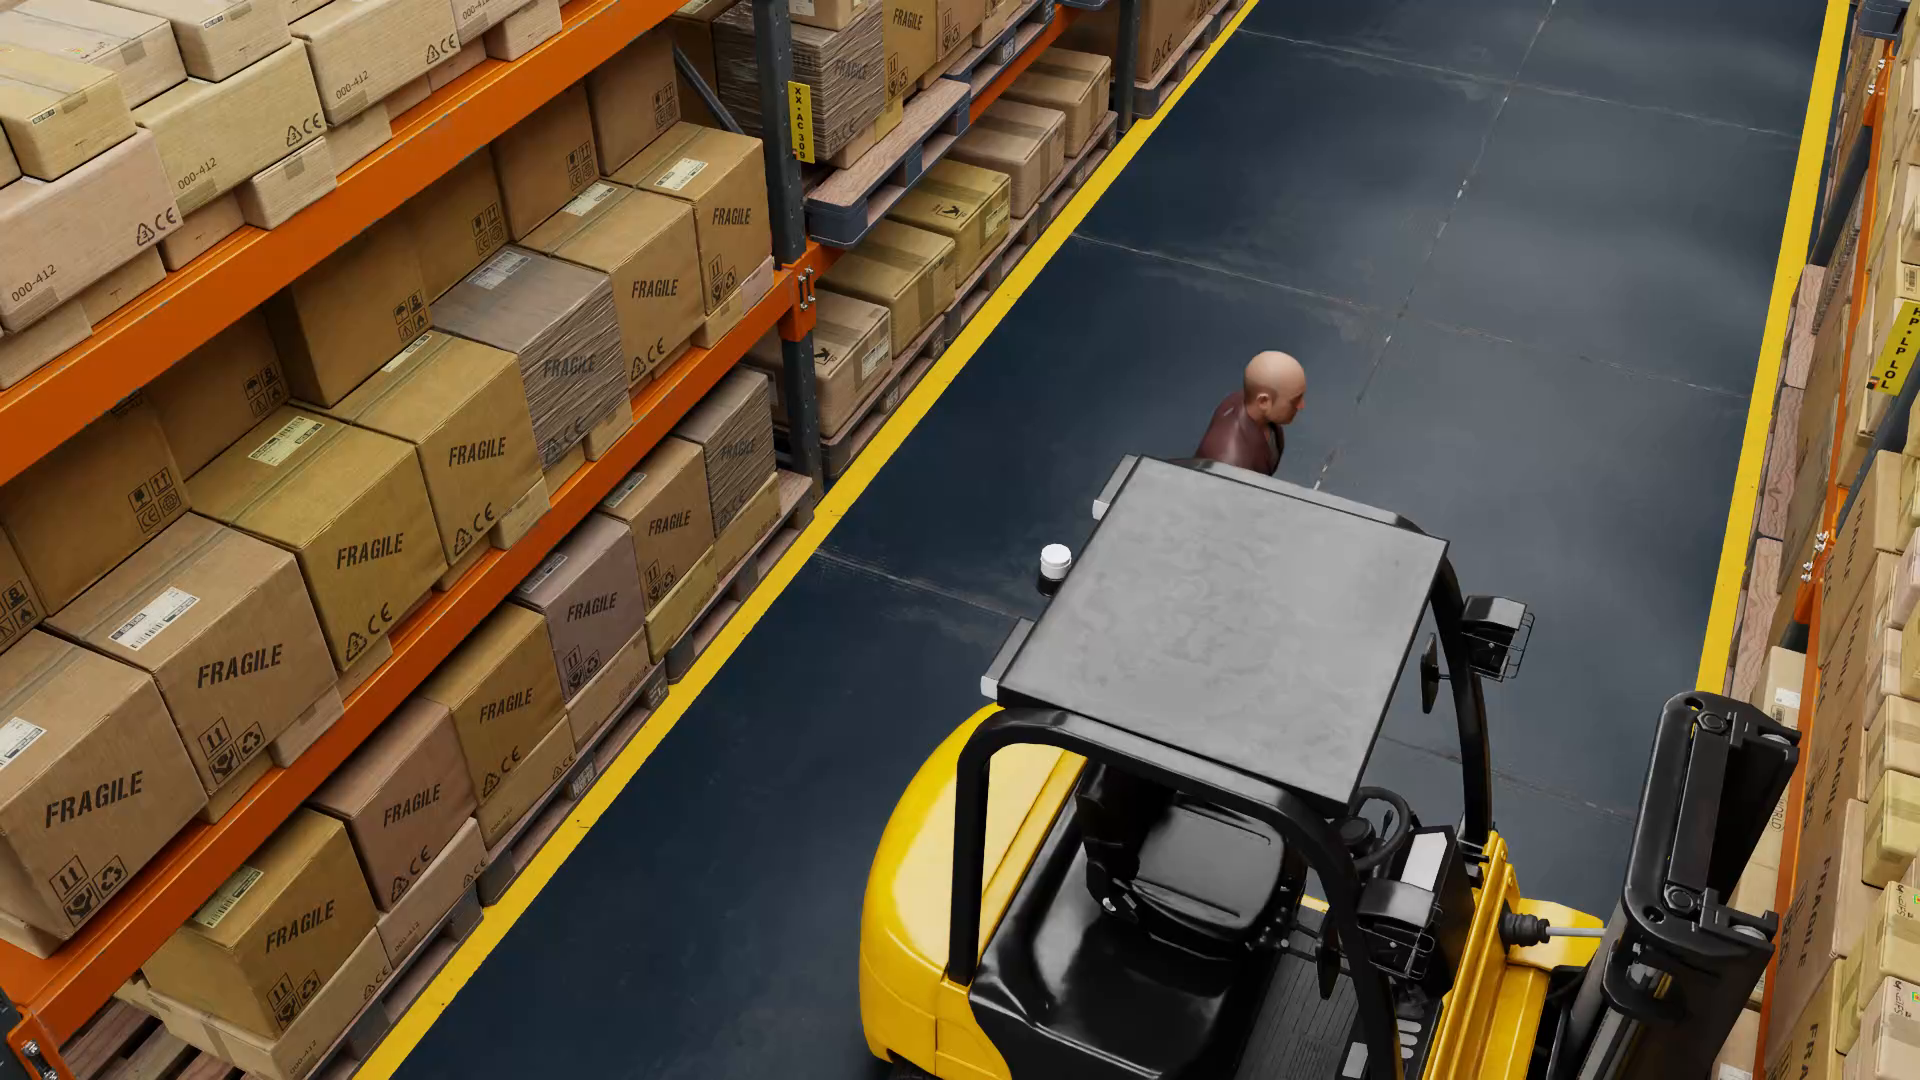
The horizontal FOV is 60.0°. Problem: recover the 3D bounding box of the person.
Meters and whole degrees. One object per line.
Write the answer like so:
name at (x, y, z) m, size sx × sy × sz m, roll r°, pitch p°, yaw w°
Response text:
person at (1.002, 0.053, 6.111) m, size 0.417 × 1.774 × 0.656 m, roll 16°, pitch 44°, yaw 17°
